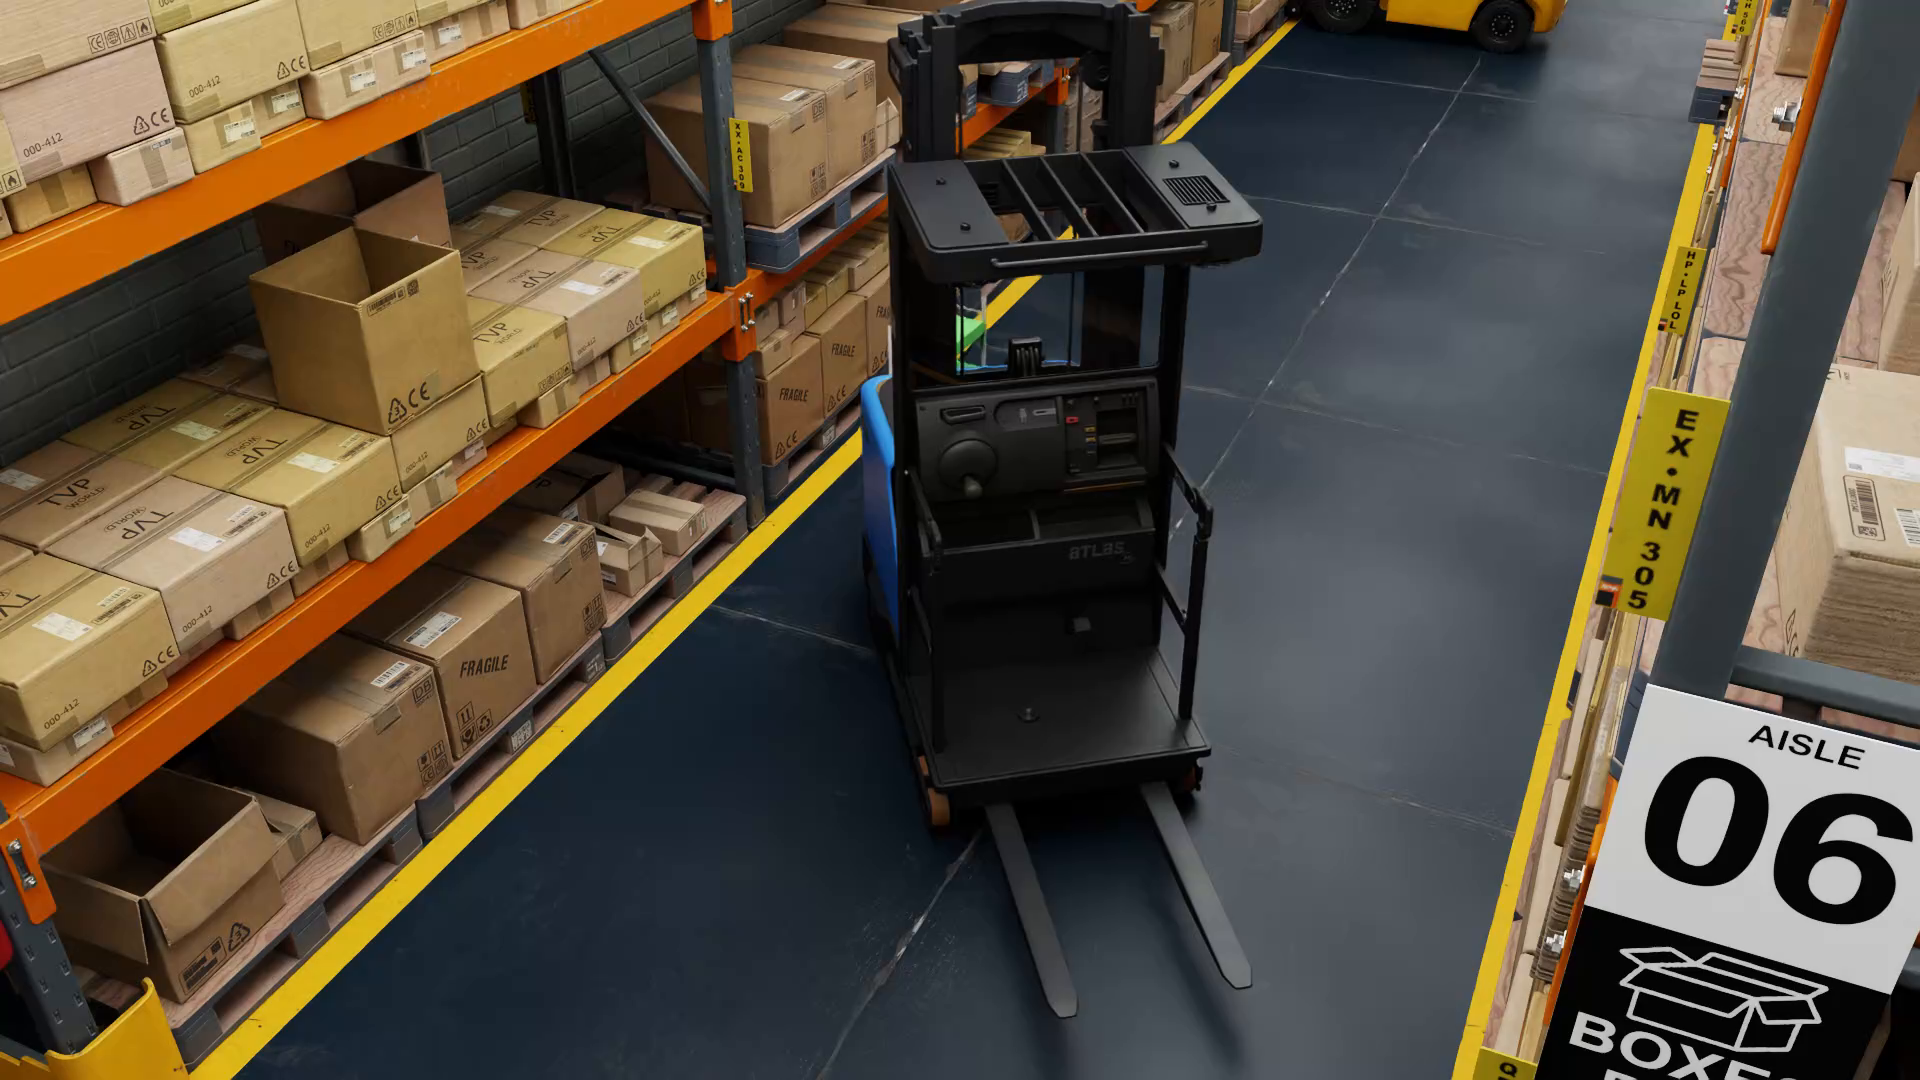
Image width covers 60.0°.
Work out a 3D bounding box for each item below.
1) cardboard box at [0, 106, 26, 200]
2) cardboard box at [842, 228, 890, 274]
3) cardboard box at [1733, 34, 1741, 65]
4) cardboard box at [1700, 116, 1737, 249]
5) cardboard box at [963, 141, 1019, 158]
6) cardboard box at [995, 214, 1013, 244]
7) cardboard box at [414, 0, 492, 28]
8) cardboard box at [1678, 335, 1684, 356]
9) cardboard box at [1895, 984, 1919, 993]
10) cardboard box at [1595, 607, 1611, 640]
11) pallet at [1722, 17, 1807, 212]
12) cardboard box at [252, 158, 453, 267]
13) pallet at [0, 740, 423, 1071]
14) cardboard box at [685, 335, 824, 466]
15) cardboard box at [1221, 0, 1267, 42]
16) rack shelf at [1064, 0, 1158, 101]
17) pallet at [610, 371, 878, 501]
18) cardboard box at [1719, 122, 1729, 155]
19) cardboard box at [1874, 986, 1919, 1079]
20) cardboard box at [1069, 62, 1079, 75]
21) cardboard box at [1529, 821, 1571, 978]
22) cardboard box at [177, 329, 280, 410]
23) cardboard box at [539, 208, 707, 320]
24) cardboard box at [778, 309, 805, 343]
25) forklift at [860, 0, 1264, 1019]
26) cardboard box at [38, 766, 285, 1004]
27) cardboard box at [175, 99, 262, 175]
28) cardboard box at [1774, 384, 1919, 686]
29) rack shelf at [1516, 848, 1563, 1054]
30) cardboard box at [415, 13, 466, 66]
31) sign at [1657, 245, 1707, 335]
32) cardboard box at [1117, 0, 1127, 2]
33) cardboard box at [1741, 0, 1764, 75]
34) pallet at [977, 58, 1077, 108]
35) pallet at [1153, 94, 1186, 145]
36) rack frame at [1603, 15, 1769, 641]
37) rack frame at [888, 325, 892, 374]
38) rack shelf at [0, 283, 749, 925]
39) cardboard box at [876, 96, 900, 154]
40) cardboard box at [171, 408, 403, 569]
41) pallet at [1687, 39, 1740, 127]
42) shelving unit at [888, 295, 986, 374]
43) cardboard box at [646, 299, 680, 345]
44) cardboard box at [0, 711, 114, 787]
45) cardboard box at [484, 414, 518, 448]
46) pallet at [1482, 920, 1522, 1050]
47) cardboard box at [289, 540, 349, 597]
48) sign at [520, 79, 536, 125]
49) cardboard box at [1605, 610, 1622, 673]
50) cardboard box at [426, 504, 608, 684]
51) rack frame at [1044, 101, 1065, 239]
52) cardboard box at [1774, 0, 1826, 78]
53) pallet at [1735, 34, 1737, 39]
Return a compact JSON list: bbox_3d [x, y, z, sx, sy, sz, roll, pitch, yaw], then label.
[{"bbox_3d":[-2.700,-0.928,4.060,0.500,0.250,0.500,14,36,20],"label":"cardboard box"},{"bbox_3d":[-0.580,-1.630,9.305,0.380,0.149,0.250,15,36,22],"label":"cardboard box"},{"bbox_3d":[4.757,-2.875,9.745,0.380,0.149,0.250,14,36,20],"label":"cardboard box"},{"bbox_3d":[3.218,-1.309,6.507,0.500,0.500,0.500,15,36,21],"label":"cardboard box"},{"bbox_3d":[0.150,-2.393,10.469,0.380,0.149,0.250,12,35,18],"label":"cardboard box"},{"bbox_3d":[0.012,-2.062,10.556,0.500,0.500,0.500,14,36,20],"label":"cardboard box"},{"bbox_3d":[-1.868,-1.951,5.619,0.500,0.250,0.500,15,36,21],"label":"cardboard box"},{"bbox_3d":[3.013,-0.731,6.310,0.500,0.250,0.500,14,36,20],"label":"cardboard box"},{"bbox_3d":[1.821,0.691,2.865,0.380,0.149,0.250,15,36,22],"label":"cardboard box"},{"bbox_3d":[3.236,0.076,6.953,0.875,0.875,0.875,15,36,22],"label":"cardboard box"},{"bbox_3d":[2.697,-1.122,4.570,1.003,0.211,1.213,14,36,20],"label":"pallet"},{"bbox_3d":[-2.326,-1.141,6.436,0.500,0.500,0.500,13,35,19],"label":"cardboard box"},{"bbox_3d":[-2.770,1.277,6.110,1.003,0.211,1.213,14,36,20],"label":"pallet"},{"bbox_3d":[-1.054,-0.766,8.579,0.500,0.500,0.500,16,36,23],"label":"cardboard box"},{"bbox_3d":[2.389,-4.621,14.687,0.500,0.250,0.500,15,36,21],"label":"cardboard box"},{"bbox_3d":[1.049,-4.134,12.475,1.077,0.370,4.000,14,36,20],"label":"rack shelf"},{"bbox_3d":[-1.155,-0.694,9.116,1.003,0.211,1.213,14,36,20],"label":"pallet"},{"bbox_3d":[3.849,-1.750,7.864,0.500,0.250,0.500,14,36,20],"label":"cardboard box"},{"bbox_3d":[1.835,1.049,2.911,0.500,0.500,0.500,13,36,19],"label":"cardboard box"},{"bbox_3d":[0.752,-3.256,12.262,0.875,0.625,0.625,15,36,22],"label":"cardboard box"},{"bbox_3d":[1.767,0.835,4.150,0.500,0.500,0.500,15,36,22],"label":"cardboard box"},{"bbox_3d":[-2.536,-0.568,6.246,0.500,0.250,0.500,14,36,20],"label":"cardboard box"},{"bbox_3d":[-1.452,-1.198,7.207,0.500,0.250,0.500,15,36,22],"label":"cardboard box"},{"bbox_3d":[-1.023,-1.121,8.529,0.380,0.149,0.250,13,35,19],"label":"cardboard box"},{"bbox_3d":[0.344,-0.321,6.066,1.130,2.935,3.031,-7,34,-10],"label":"forklift"},{"bbox_3d":[-2.792,1.131,5.683,0.797,0.503,0.637,13,35,19],"label":"cardboard box"},{"bbox_3d":[-2.280,-1.202,4.841,0.380,0.149,0.250,14,36,20],"label":"cardboard box"},{"bbox_3d":[1.482,0.029,2.397,0.500,0.250,0.500,11,35,16],"label":"cardboard box"},{"bbox_3d":[2.212,0.988,4.664,1.077,0.370,4.000,14,36,20],"label":"rack shelf"},{"bbox_3d":[-1.914,-1.721,5.633,0.380,0.149,0.250,15,36,21],"label":"cardboard box"},{"bbox_3d":[2.552,-0.880,5.873,0.100,0.325,0.005,14,36,20],"label":"sign"},{"bbox_3d":[0.835,-3.790,11.431,0.500,0.250,0.500,13,36,19],"label":"cardboard box"},{"bbox_3d":[4.294,-2.572,8.434,0.500,0.500,0.500,13,35,19],"label":"cardboard box"},{"bbox_3d":[-0.007,-3.004,10.271,1.213,0.211,1.003,14,36,20],"label":"pallet"},{"bbox_3d":[1.104,-3.279,13.058,1.003,0.211,1.213,14,36,20],"label":"pallet"},{"bbox_3d":[3.049,-0.309,5.986,1.000,3.000,0.127,14,36,20],"label":"rack frame"},{"bbox_3d":[-0.220,-0.439,7.826,0.240,1.200,0.015,17,37,24],"label":"rack frame"},{"bbox_3d":[-2.298,-0.149,6.398,1.077,0.370,4.000,14,36,20],"label":"rack shelf"},{"bbox_3d":[-0.531,-2.170,8.563,0.396,0.266,0.258,16,36,23],"label":"cardboard box"},{"bbox_3d":[-2.280,-0.184,5.661,0.500,0.250,0.500,13,36,20],"label":"cardboard box"},{"bbox_3d":[4.924,-2.601,9.656,1.213,0.211,1.003,14,36,20],"label":"pallet"},{"bbox_3d":[-0.103,-0.557,8.005,0.258,1.200,0.503,17,37,24],"label":"shelving unit"},{"bbox_3d":[-1.454,-0.990,7.253,0.380,0.149,0.250,15,36,22],"label":"cardboard box"},{"bbox_3d":[-2.748,0.550,4.904,0.380,0.149,0.250,14,36,20],"label":"cardboard box"},{"bbox_3d":[-1.966,-0.494,6.497,0.380,0.149,0.250,15,36,21],"label":"cardboard box"},{"bbox_3d":[2.151,1.827,5.271,1.003,0.211,1.213,14,36,20],"label":"pallet"},{"bbox_3d":[-2.337,0.029,5.700,0.380,0.149,0.250,15,36,21],"label":"cardboard box"},{"bbox_3d":[-1.966,-2.056,7.594,0.100,0.325,0.005,14,36,20],"label":"sign"},{"bbox_3d":[1.975,0.166,4.259,0.500,0.500,0.500,14,36,20],"label":"cardboard box"},{"bbox_3d":[-1.965,0.199,7.108,0.700,0.500,0.500,13,35,19],"label":"cardboard box"},{"bbox_3d":[0.213,-3.438,10.758,1.000,3.000,0.127,14,36,20],"label":"rack frame"},{"bbox_3d":[2.612,-1.578,4.620,0.500,0.500,0.500,15,36,21],"label":"cardboard box"},{"bbox_3d":[7.154,-4.080,14.280,1.003,0.211,1.213,14,36,20],"label":"pallet"}]
